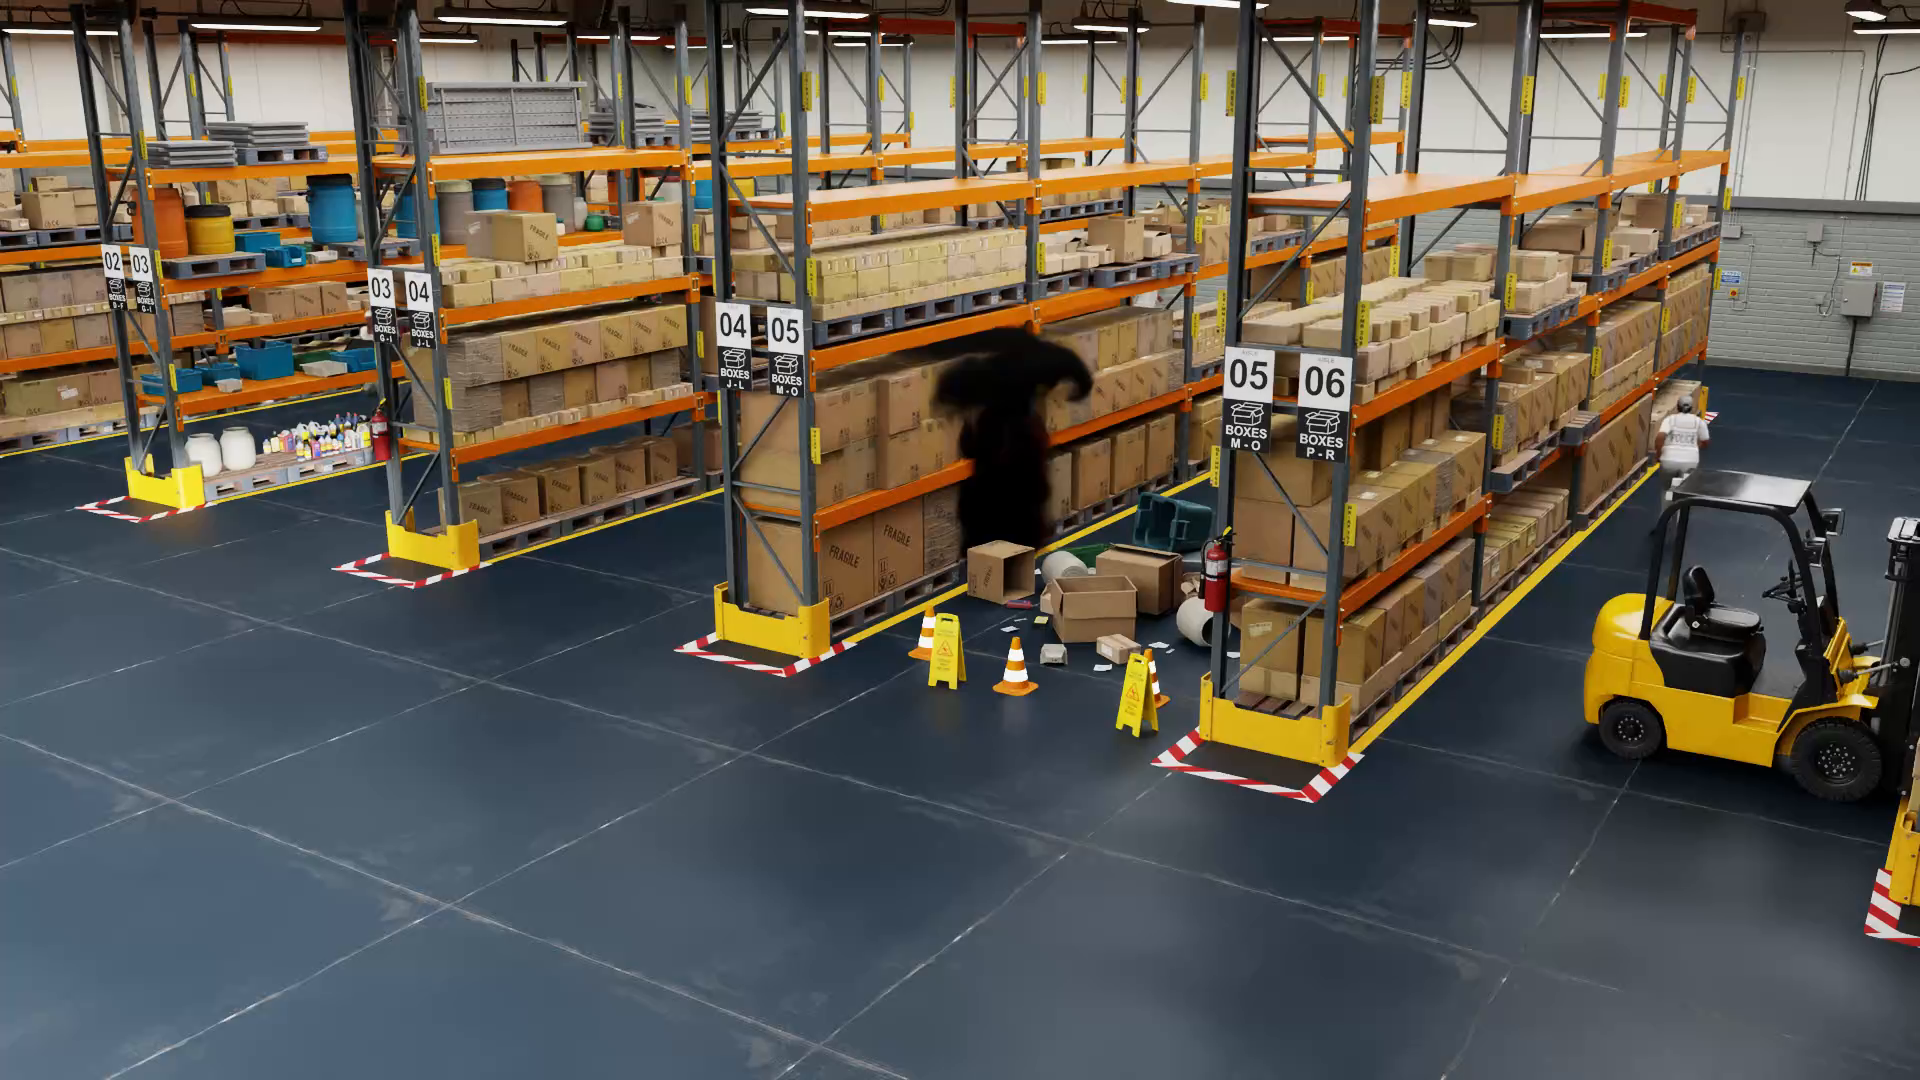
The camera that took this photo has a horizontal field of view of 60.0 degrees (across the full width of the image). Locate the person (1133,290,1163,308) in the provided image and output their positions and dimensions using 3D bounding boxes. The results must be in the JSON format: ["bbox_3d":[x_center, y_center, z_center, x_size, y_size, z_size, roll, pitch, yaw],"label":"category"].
[{"bbox_3d":[3.541,-4.394,31.793,0.875,1.769,0.730,11,19,36],"label":"person"}]

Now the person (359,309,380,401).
[{"bbox_3d":[-9.036,-2.734,25.842,0.678,1.721,0.636,4,16,15],"label":"person"}]

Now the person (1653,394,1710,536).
[{"bbox_3d":[8.345,-0.844,19.266,0.600,1.629,0.830,5,16,18],"label":"person"}]
